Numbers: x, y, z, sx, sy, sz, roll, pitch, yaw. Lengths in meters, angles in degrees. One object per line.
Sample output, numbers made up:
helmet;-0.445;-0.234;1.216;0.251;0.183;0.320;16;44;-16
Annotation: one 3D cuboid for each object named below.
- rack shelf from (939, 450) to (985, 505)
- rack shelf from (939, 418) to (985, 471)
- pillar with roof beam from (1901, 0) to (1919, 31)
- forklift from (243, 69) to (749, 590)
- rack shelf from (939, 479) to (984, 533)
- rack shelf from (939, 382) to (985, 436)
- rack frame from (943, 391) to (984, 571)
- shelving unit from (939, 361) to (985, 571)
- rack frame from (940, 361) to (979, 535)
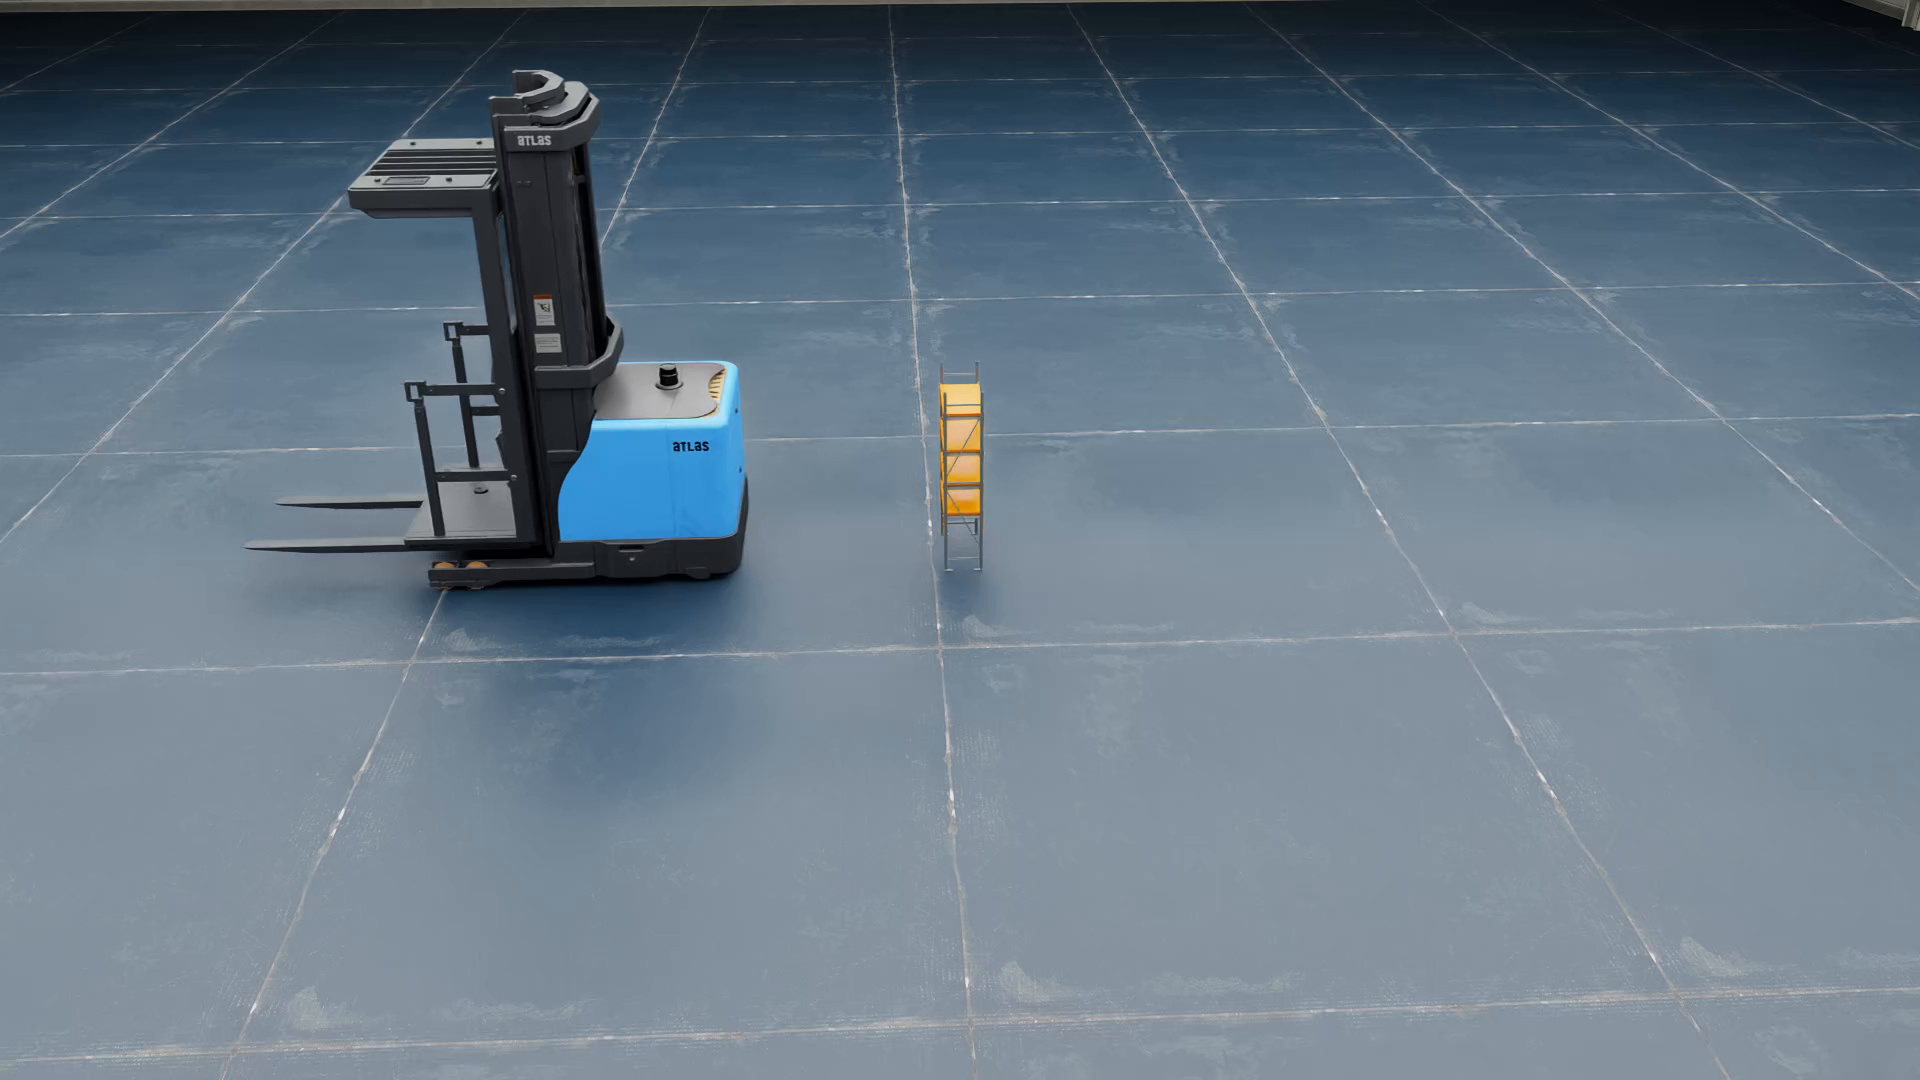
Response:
rack shelf;0.009;-0.396;10.357;0.258;0.148;0.480;-1;28;-3
rack shelf;0.009;-0.594;10.254;0.258;0.148;0.480;-1;28;-3
pillar with roof beam;10.811;-11.966;23.962;9.100;9.000;0.400;-1;28;-3
forklift;-2.895;-1.245;9.967;3.031;2.935;1.130;-1;28;-2
rack shelf;0.009;-0.220;10.449;0.258;0.148;0.480;-1;28;-3
rack shelf;0.009;-0.804;10.144;0.258;0.148;0.480;-1;28;-3
rack frame;0.021;-0.343;10.110;0.240;1.200;0.015;-1;28;-3
shelving unit;0.009;-0.456;10.326;0.258;1.200;0.503;-1;28;-3
rack frame;-0.004;-0.568;10.542;0.240;1.200;0.015;-1;28;-3
